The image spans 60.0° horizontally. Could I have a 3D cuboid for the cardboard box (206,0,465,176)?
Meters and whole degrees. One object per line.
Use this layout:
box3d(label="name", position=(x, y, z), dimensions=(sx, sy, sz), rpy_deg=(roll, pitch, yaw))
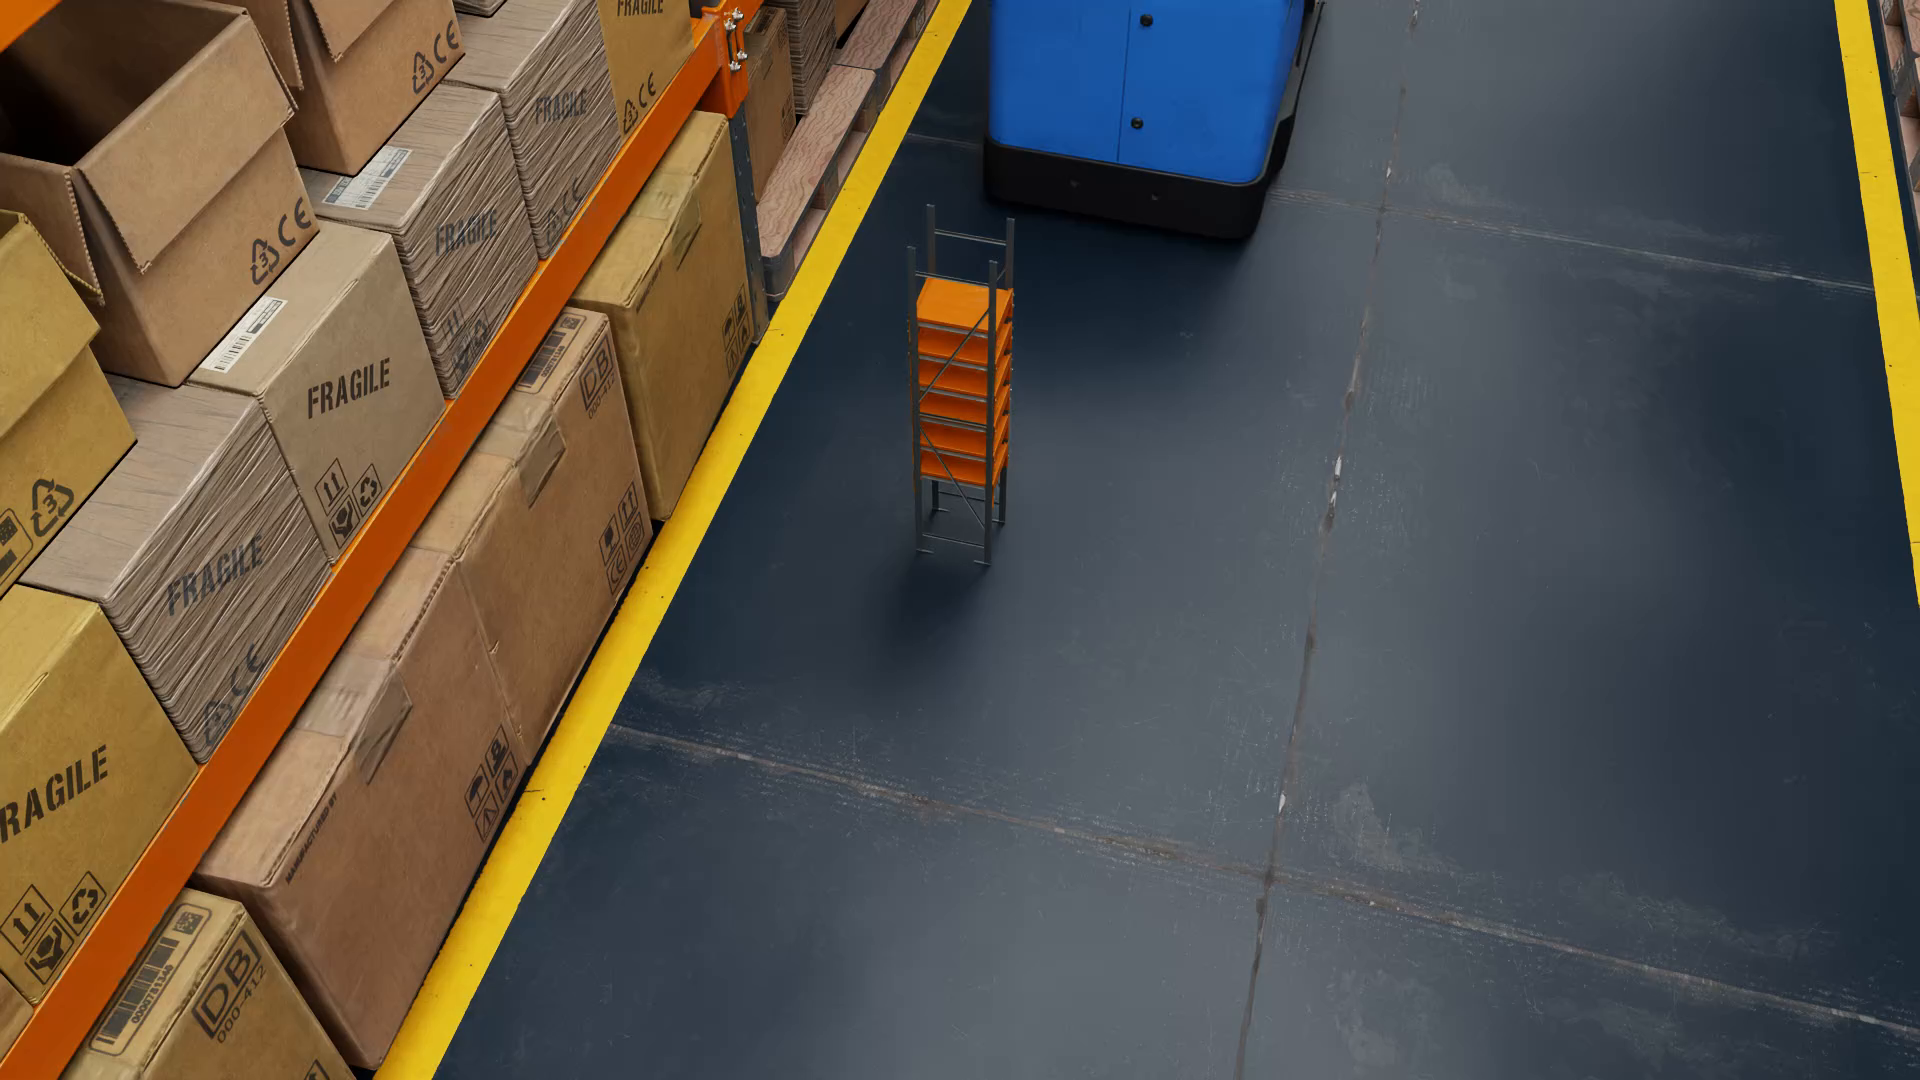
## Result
box3d(label="cardboard box", position=(-1.558, -1.183, 3.558), dimensions=(0.797, 0.503, 0.637), rpy_deg=(13, 50, 11))

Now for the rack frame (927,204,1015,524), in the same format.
box3d(label="rack frame", position=(0.028, -0.474, 4.868), dimensions=(0.240, 1.200, 0.006), rpy_deg=(12, 50, 10))

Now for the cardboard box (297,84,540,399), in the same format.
box3d(label="cardboard box", position=(-1.337, -0.706, 3.806), dimensions=(0.500, 0.500, 0.500), rpy_deg=(10, 49, 9))

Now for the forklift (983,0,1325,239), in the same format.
box3d(label="forklift", position=(0.985, -3.212, 6.130), dimensions=(1.130, 2.935, 3.031), rpy_deg=(12, 50, 10))

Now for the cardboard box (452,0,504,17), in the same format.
box3d(label="cardboard box", position=(-1.384, -1.654, 3.974), dimensions=(0.797, 0.503, 0.637), rpy_deg=(13, 50, 11))

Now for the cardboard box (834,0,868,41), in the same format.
box3d(label="cardboard box", position=(-0.743, -2.437, 6.774), dimensions=(0.700, 0.500, 0.500), rpy_deg=(15, 50, 13))

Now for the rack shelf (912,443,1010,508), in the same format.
box3d(label="rack shelf", position=(0.004, -0.219, 5.023), dimensions=(0.258, 0.103, 0.180), rpy_deg=(12, 50, 10))

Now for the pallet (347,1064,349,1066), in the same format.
box3d(label="pallet", position=(-2.098, 1.428, 3.849), dimensions=(1.003, 0.211, 1.213), rpy_deg=(12, 50, 10))

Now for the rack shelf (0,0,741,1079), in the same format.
box3d(label="rack shelf", position=(-1.702, -0.130, 3.844), dimensions=(1.077, 0.370, 4.000), rpy_deg=(12, 50, 10))

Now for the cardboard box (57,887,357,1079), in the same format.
box3d(label="cardboard box", position=(-2.080, 1.176, 3.349), dimensions=(1.225, 0.875, 0.875), rpy_deg=(12, 50, 10))

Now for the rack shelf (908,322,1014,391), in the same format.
box3d(label="rack shelf", position=(0.004, -0.537, 4.663), dimensions=(0.258, 0.103, 0.180), rpy_deg=(12, 50, 10))

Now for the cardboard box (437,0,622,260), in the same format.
box3d(label="cardboard box", position=(-1.204, -1.083, 4.138), dimensions=(0.500, 0.500, 0.500), rpy_deg=(11, 50, 10))

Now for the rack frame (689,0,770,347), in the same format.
box3d(label="rack frame", position=(-1.176, -1.815, 4.851), dimensions=(1.000, 3.000, 0.127), rpy_deg=(12, 50, 10))

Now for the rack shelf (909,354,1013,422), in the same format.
box3d(label="rack shelf", position=(0.004, -0.458, 4.753), dimensions=(0.258, 0.103, 0.180), rpy_deg=(12, 50, 10))

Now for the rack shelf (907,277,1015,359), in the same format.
box3d(label="rack shelf", position=(0.004, -0.616, 4.573), dimensions=(0.258, 0.103, 0.180), rpy_deg=(12, 50, 10))

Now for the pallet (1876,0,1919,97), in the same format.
box3d(label="pallet", position=(4.486, -2.232, 7.079), dimensions=(1.003, 0.211, 1.213), rpy_deg=(12, 50, 10))

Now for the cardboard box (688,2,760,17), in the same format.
box3d(label="cardboard box", position=(-1.029, -1.872, 5.775), dimensions=(0.500, 0.250, 0.500), rpy_deg=(13, 50, 12))

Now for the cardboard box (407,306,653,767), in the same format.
box3d(label="cardboard box", position=(-1.620, -0.112, 4.486), dimensions=(1.225, 0.875, 0.875), rpy_deg=(12, 50, 10))

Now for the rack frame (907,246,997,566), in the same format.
box3d(label="rack frame", position=(-0.020, -0.341, 4.751), dimensions=(0.240, 1.200, 0.006), rpy_deg=(12, 50, 10))

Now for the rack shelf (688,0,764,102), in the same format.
box3d(label="rack shelf", position=(-0.650, -3.023, 6.398), dimensions=(1.077, 0.370, 4.000), rpy_deg=(12, 50, 10))

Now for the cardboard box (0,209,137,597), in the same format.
box3d(label="cardboard box", position=(-1.877, -0.244, 2.729), dimensions=(0.797, 0.503, 0.637), rpy_deg=(12, 50, 10))

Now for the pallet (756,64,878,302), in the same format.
box3d(label="pallet", position=(-0.969, -1.457, 6.395), dimensions=(1.003, 0.211, 1.213), rpy_deg=(12, 50, 10))

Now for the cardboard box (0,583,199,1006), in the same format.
box3d(label="cardboard box", position=(-1.735, 0.398, 2.831), dimensions=(0.500, 0.500, 0.500), rpy_deg=(12, 50, 10))

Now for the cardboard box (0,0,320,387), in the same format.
box3d(label="cardboard box", position=(-1.728, -0.697, 3.129), dimensions=(0.797, 0.503, 0.637), rpy_deg=(13, 50, 11))

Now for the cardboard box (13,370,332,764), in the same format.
box3d(label="cardboard box", position=(-1.603, 0.036, 3.151), dimensions=(0.500, 0.500, 0.500), rpy_deg=(11, 49, 9))

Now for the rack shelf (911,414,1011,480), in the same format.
box3d(label="rack shelf", position=(0.004, -0.299, 4.933), dimensions=(0.258, 0.103, 0.180), rpy_deg=(12, 50, 10))

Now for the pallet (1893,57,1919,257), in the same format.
box3d(label="pallet", position=(4.167, -1.347, 6.298), dimensions=(1.003, 0.211, 1.213), rpy_deg=(12, 50, 10))

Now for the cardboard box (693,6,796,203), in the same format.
box3d(label="cardboard box", position=(-1.019, -1.622, 6.055), dimensions=(0.700, 0.500, 0.500), rpy_deg=(9, 49, 8))

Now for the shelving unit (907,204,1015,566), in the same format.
box3d(label="shelving unit", position=(0.004, -0.407, 4.809), dimensions=(0.258, 1.200, 0.189), rpy_deg=(12, 50, 10))

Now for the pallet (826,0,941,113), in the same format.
box3d(label="pallet", position=(-0.646, -2.337, 7.172), dimensions=(1.003, 0.211, 1.213), rpy_deg=(12, 50, 10))

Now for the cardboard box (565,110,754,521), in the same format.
box3d(label="cardboard box", position=(-1.378, -0.756, 5.053), dimensions=(1.225, 0.875, 0.875), rpy_deg=(9, 49, 8))

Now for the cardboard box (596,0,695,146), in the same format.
box3d(label="cardboard box", position=(-1.067, -1.442, 4.455), dimensions=(0.500, 0.500, 0.500), rpy_deg=(13, 50, 11))

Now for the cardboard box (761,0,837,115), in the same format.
box3d(label="cardboard box", position=(-0.885, -2.026, 6.411), dimensions=(0.700, 0.500, 0.500), rpy_deg=(8, 49, 7))

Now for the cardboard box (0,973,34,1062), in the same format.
box3d(label="cardboard box", position=(-1.867, 0.762, 2.510), dimensions=(0.500, 0.500, 0.500), rpy_deg=(12, 50, 10))

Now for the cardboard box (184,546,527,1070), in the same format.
box3d(label="cardboard box", position=(-1.845, 0.529, 3.919), dimensions=(1.225, 0.875, 0.875), rpy_deg=(10, 49, 9))

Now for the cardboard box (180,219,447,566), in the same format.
box3d(label="cardboard box", position=(-1.472, -0.339, 3.481), dimensions=(0.500, 0.500, 0.500), rpy_deg=(12, 50, 11))

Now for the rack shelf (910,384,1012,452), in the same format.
box3d(label="rack shelf", position=(0.004, -0.378, 4.843), dimensions=(0.258, 0.103, 0.180), rpy_deg=(12, 50, 10))
